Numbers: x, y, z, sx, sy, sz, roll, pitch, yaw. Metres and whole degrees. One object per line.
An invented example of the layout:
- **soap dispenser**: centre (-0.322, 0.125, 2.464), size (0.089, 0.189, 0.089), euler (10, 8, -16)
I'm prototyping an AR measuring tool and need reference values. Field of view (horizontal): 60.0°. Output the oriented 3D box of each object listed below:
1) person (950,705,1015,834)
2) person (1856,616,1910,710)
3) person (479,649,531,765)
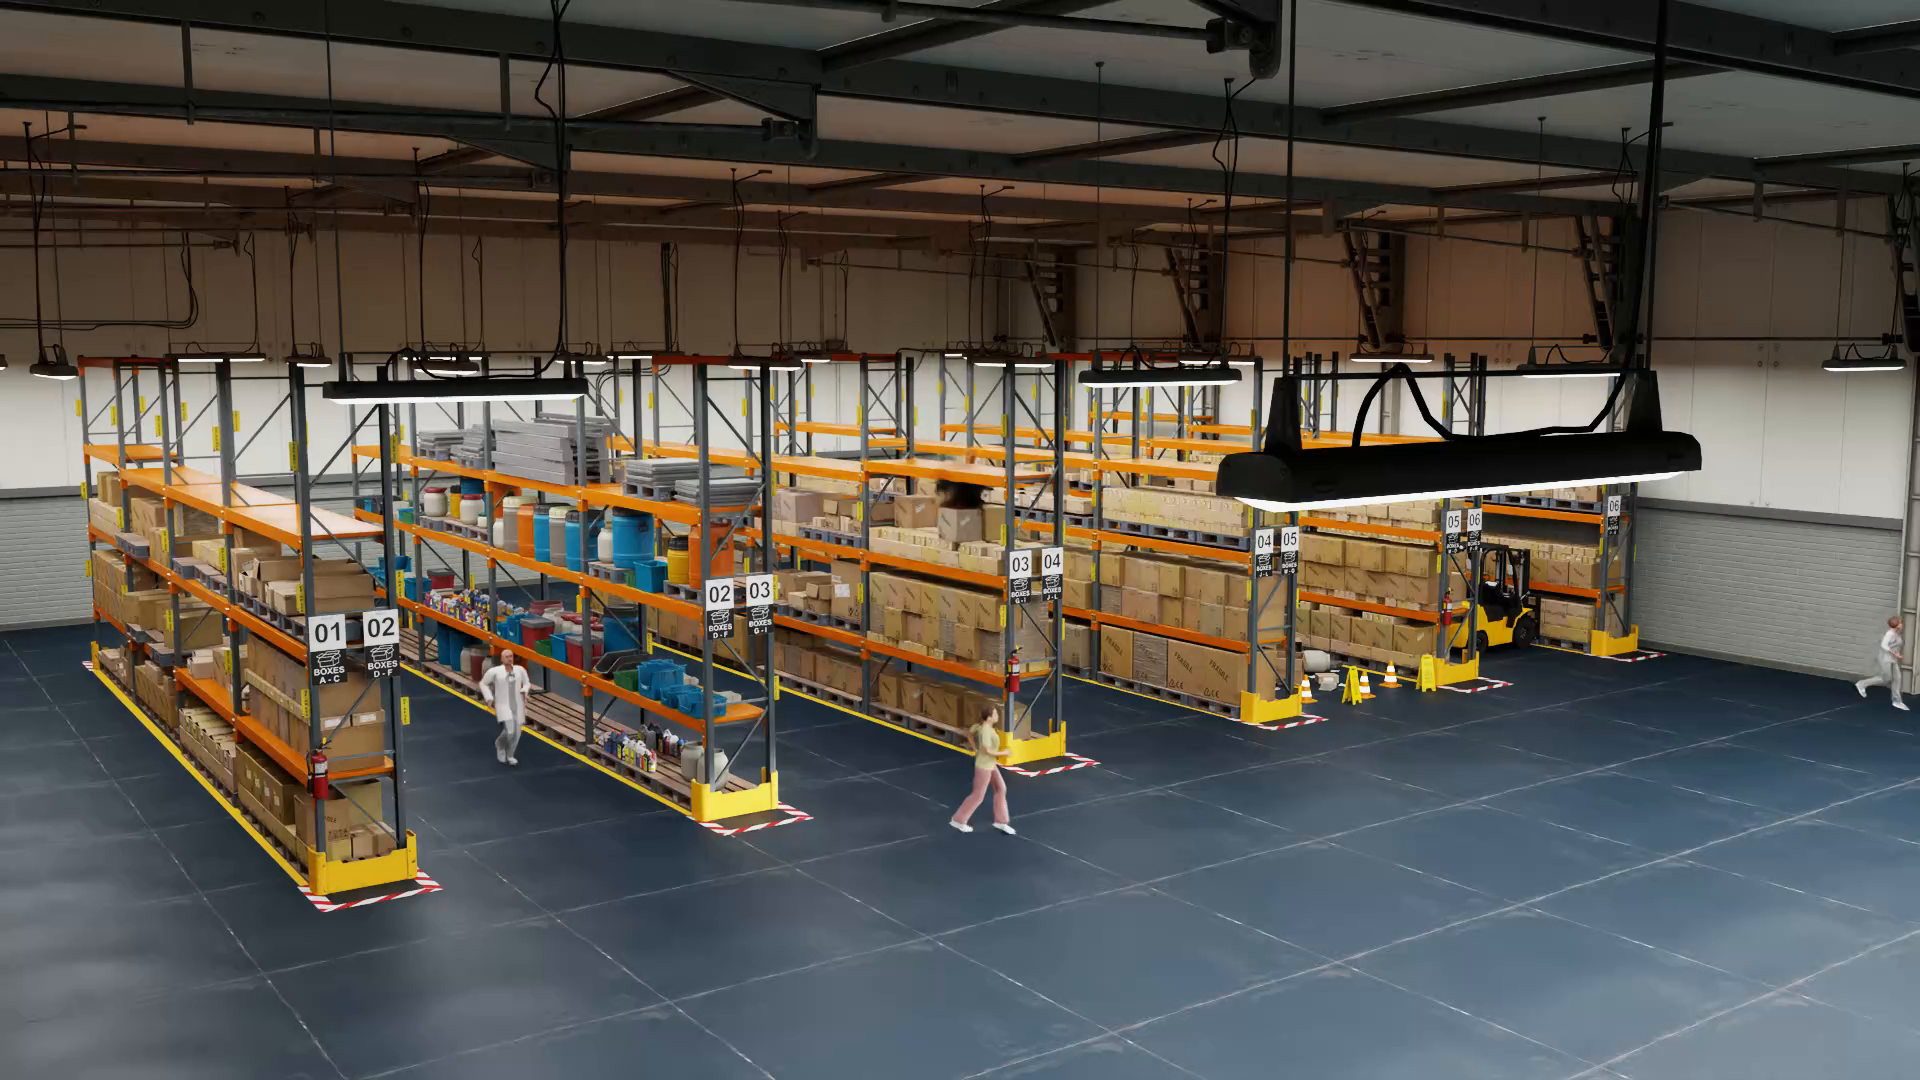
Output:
- **person**: centre (0.290, 2.943, 21.221), size (0.848, 1.709, 0.536), euler (0, 7, -1)
- **person**: centre (15.945, 2.088, 28.642), size (0.867, 1.588, 0.566), euler (7, 9, 43)
- **person**: centre (-6.657, 2.486, 24.611), size (0.704, 1.737, 0.643), euler (-5, 9, -38)
